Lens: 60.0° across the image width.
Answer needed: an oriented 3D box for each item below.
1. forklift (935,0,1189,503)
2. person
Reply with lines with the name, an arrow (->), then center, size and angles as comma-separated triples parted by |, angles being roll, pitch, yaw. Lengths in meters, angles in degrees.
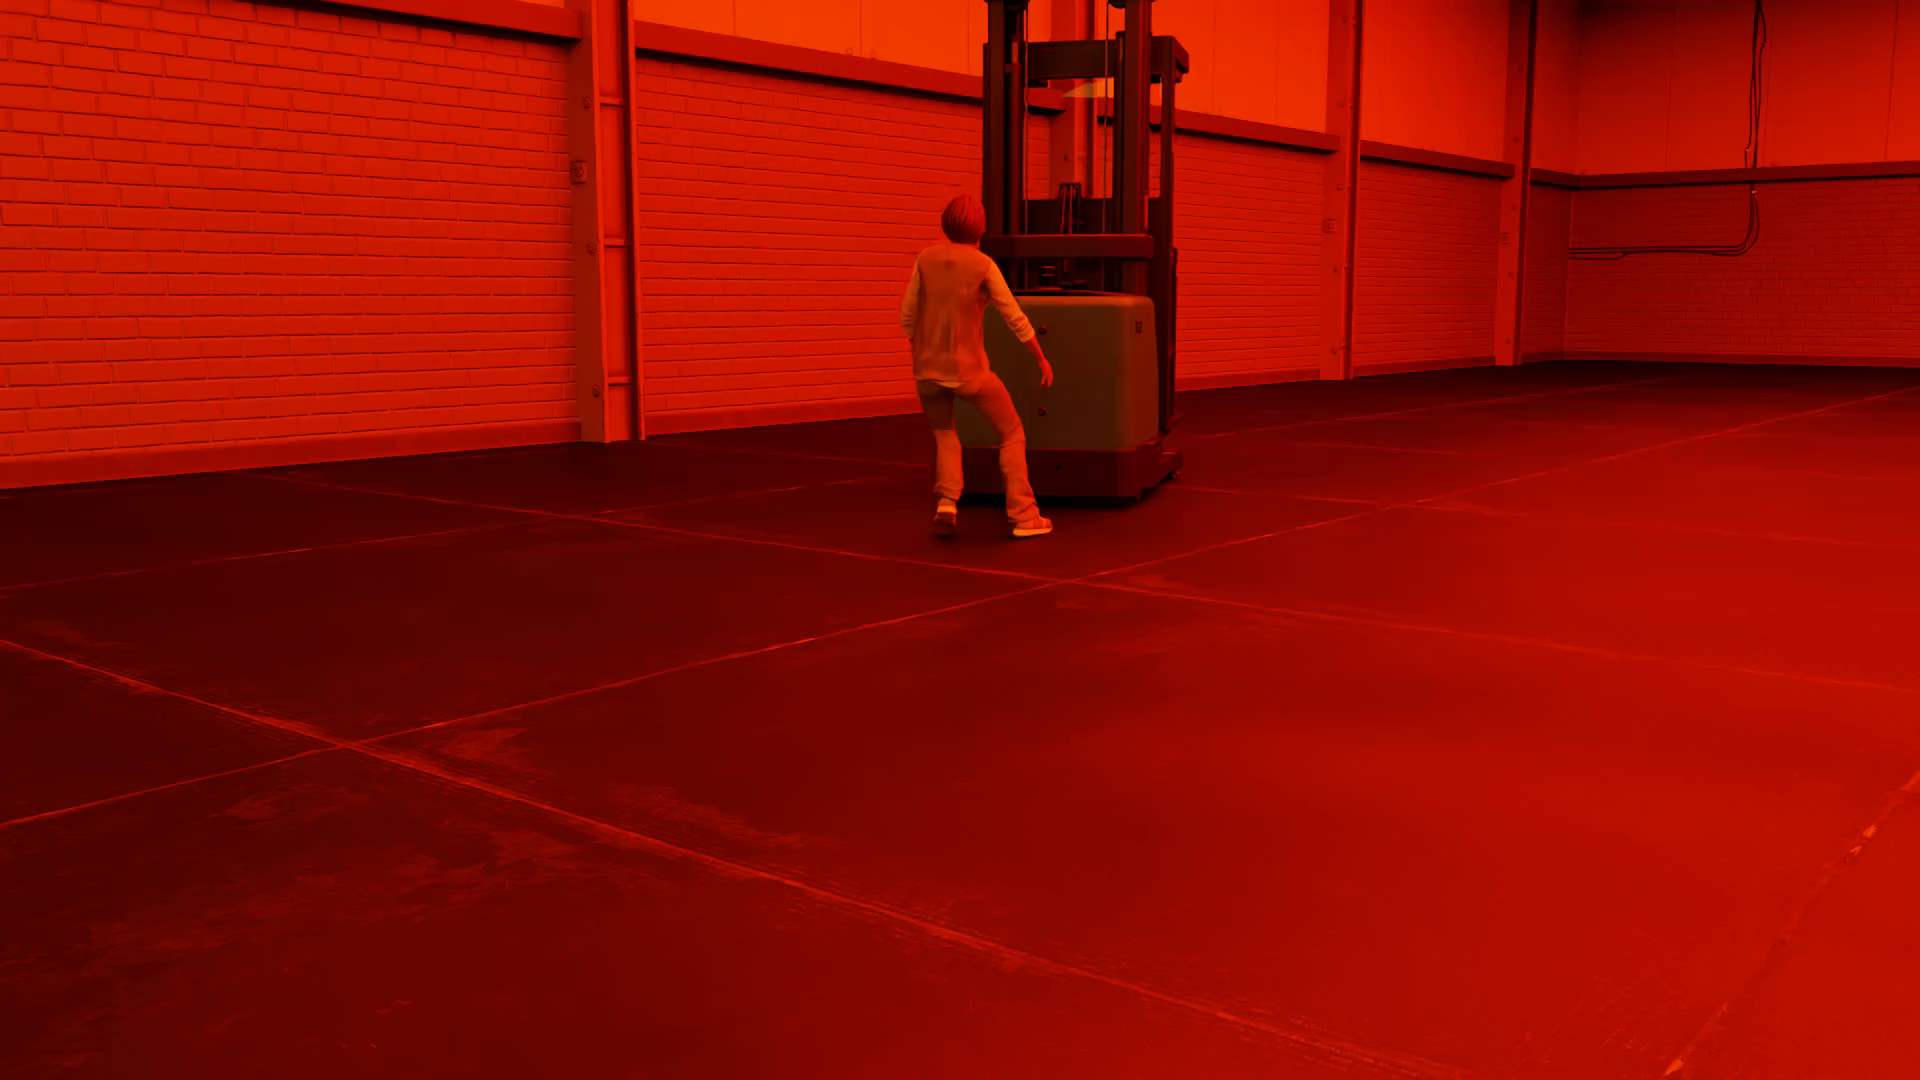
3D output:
forklift -> 0.727, -1.819, 9.713 | 1.130, 2.935, 3.031 | 2, 9, 14
person -> 0.067, -0.773, 7.437 | 0.640, 1.512, 0.460 | 3, 9, 21
